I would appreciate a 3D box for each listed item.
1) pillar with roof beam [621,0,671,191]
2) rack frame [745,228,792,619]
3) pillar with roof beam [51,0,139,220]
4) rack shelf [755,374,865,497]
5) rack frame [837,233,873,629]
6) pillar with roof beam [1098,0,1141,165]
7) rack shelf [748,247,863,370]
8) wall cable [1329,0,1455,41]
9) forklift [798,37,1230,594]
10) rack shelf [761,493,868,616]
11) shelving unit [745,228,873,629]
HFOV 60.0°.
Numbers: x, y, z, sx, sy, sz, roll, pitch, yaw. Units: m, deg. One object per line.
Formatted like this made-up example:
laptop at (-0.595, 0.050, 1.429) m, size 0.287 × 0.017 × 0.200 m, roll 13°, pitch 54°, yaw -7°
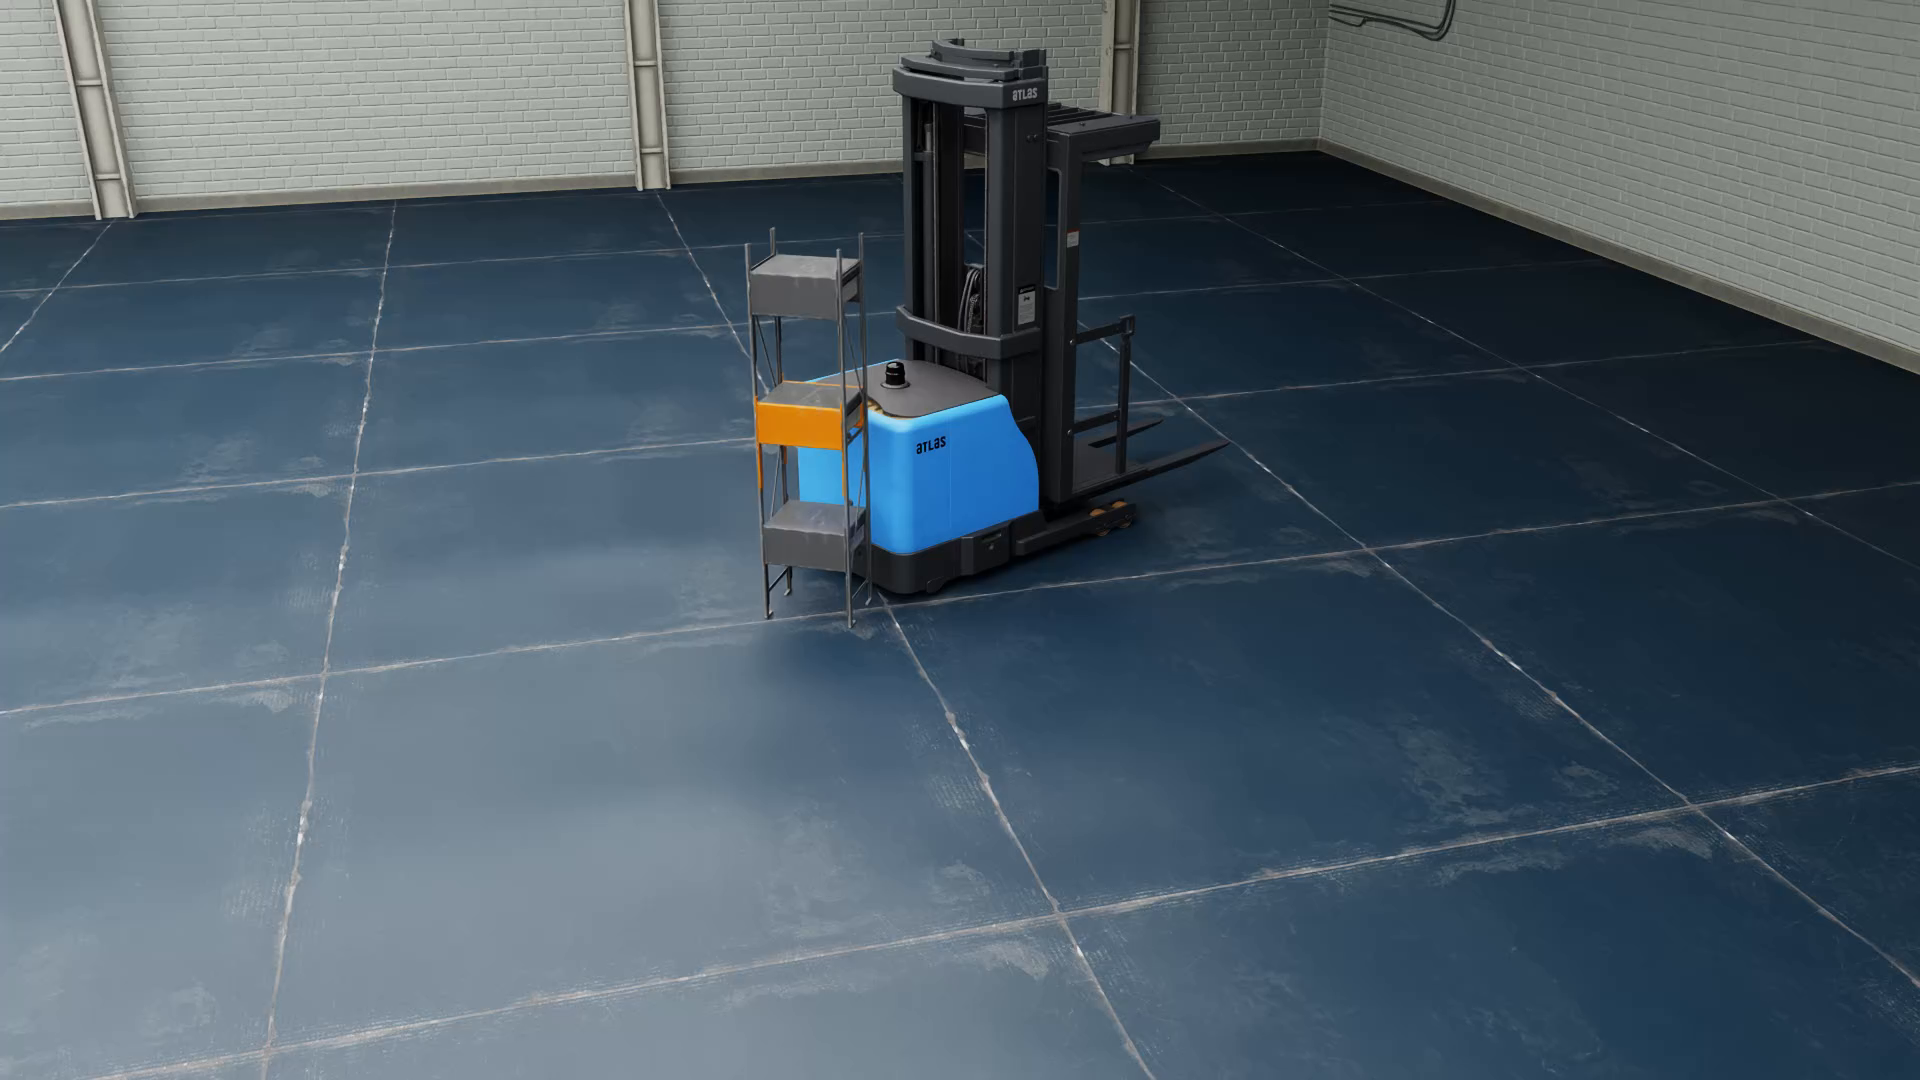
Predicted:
pillar with roof beam at (-2.575, -6.802, 14.689) m, size 0.400 × 9.000 × 9.100 m, roll -6°, pitch 24°, yaw -14°
rack frame at (-1.029, -0.603, 8.992) m, size 0.015 × 2.100 × 0.400 m, roll 6°, pitch 24°, yaw 13°
pillar with roof beam at (-8.352, -6.162, 13.200) m, size 0.400 × 9.000 × 9.100 m, roll -6°, pitch 24°, yaw -14°
rack shelf at (-0.792, -0.566, 8.941) m, size 0.480 × 0.518 × 0.431 m, roll 6°, pitch 24°, yaw 13°
rack frame at (-0.556, -0.555, 8.878) m, size 0.015 × 2.100 × 0.400 m, roll 6°, pitch 24°, yaw 13°
pillar with roof beam at (3.202, -7.441, 16.179) m, size 0.400 × 9.000 × 9.100 m, roll -6°, pitch 24°, yaw -14°
rack shelf at (-0.794, -1.210, 8.665) m, size 0.480 × 0.518 × 0.431 m, roll 6°, pitch 24°, yaw 13°
wall cable at (5.232, -7.460, 20.161) m, size 0.112 × 2.526 × 3.097 m, roll -6°, pitch 24°, yaw -14°
forklift at (0.469, -1.509, 10.051) m, size 3.031 × 2.935 × 1.130 m, roll -19°, pitch 30°, yaw -37°
rack shelf at (-0.791, 0.077, 9.216) m, size 0.480 × 0.518 × 0.431 m, roll 6°, pitch 24°, yaw 13°
shelving unit at (-0.792, -0.579, 8.935) m, size 0.503 × 2.100 × 0.431 m, roll 6°, pitch 24°, yaw 13°
